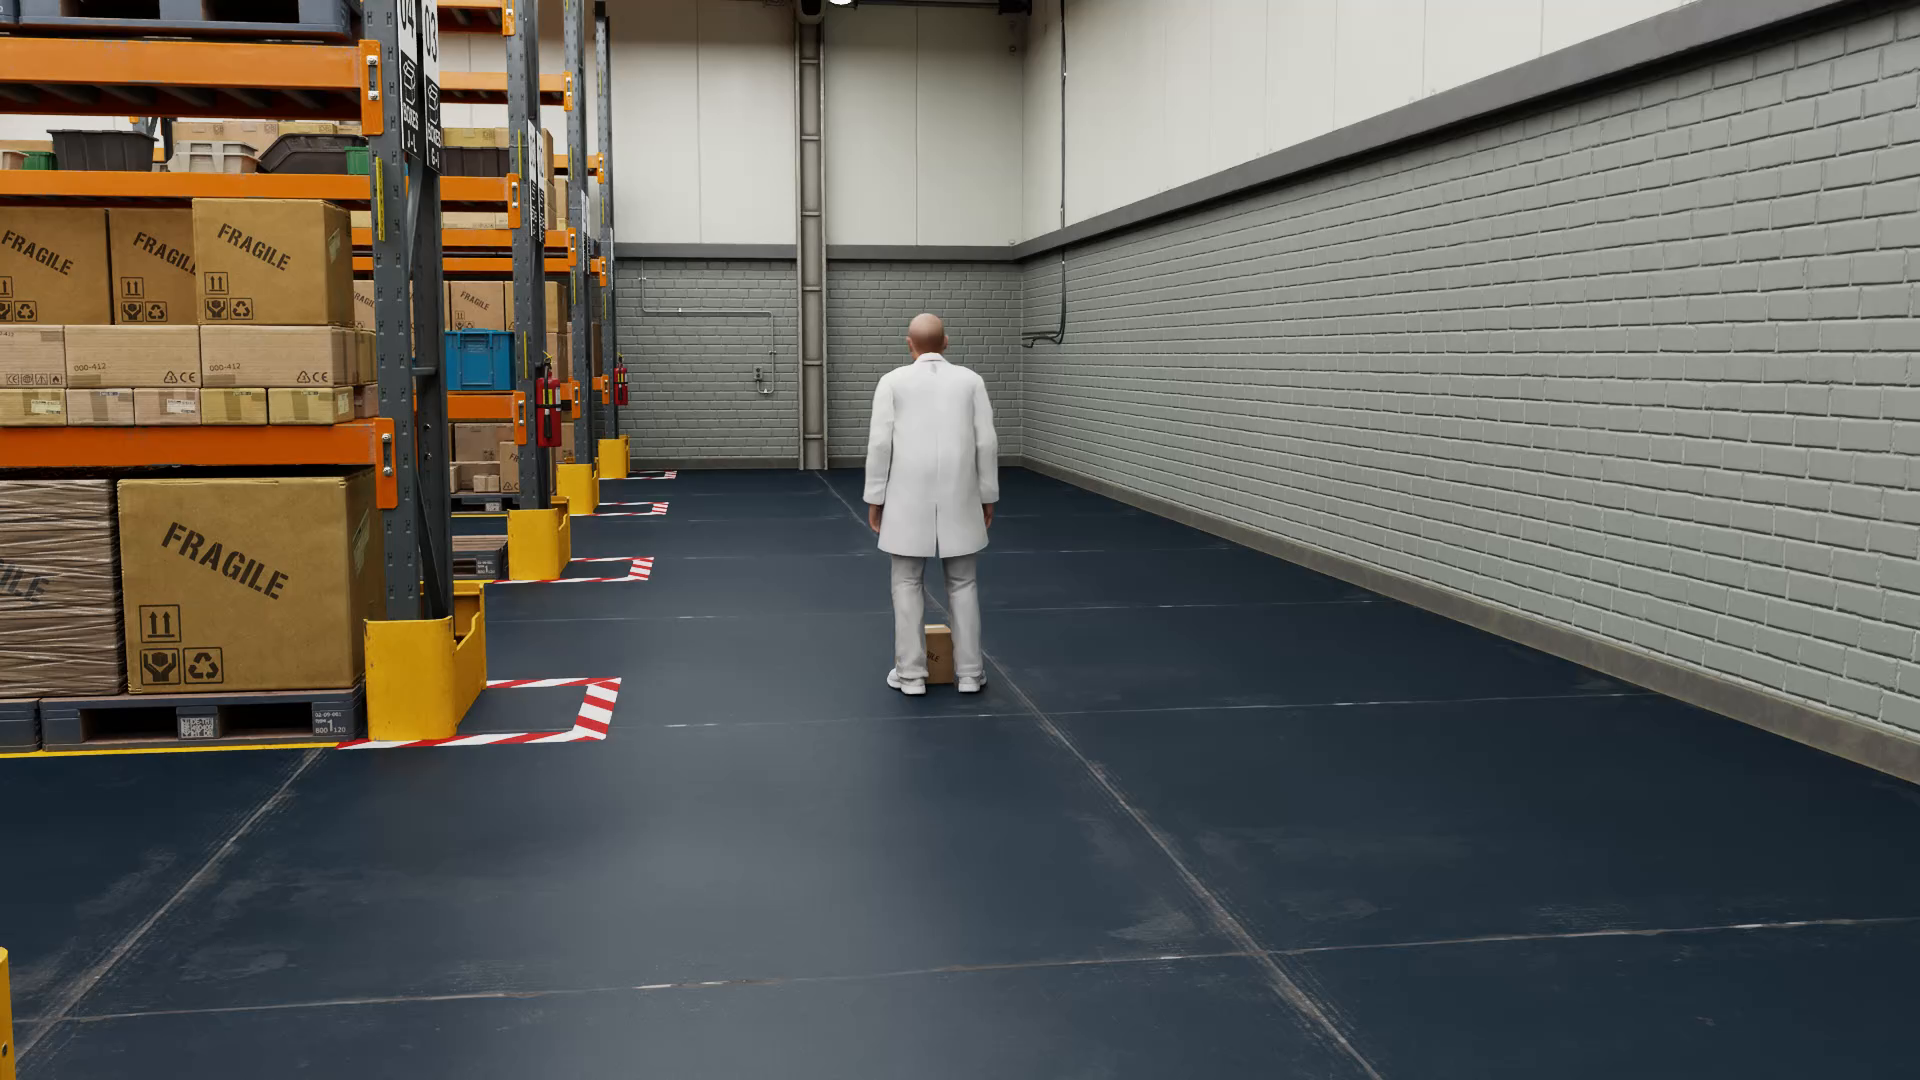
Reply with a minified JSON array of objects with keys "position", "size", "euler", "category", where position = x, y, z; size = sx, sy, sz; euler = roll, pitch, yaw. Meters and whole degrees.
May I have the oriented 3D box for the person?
[{"position":[-0.131,-0.172,7.820],"size":[0.643,1.774,0.423],"euler":[-1,6,-8],"category":"person"}]
